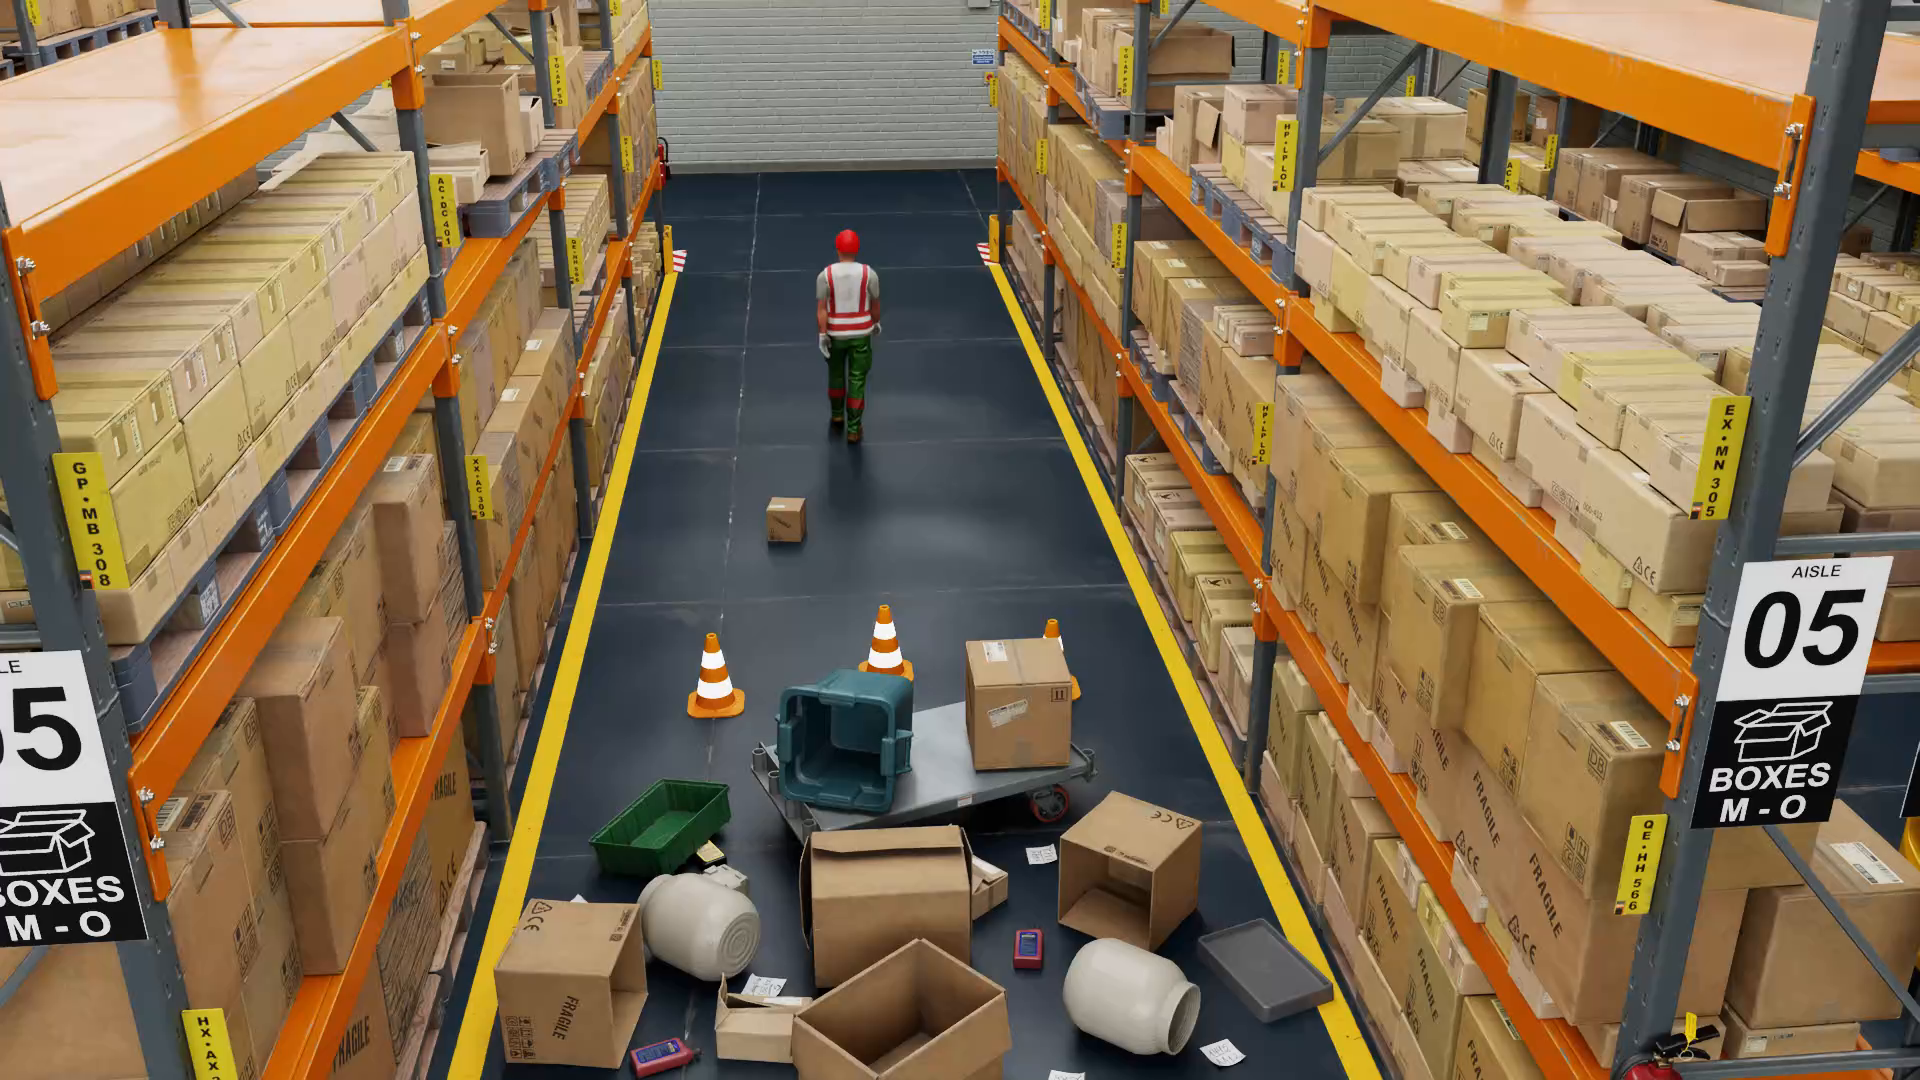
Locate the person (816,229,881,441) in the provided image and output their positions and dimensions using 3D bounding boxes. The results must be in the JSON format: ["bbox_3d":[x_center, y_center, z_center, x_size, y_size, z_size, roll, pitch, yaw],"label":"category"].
[{"bbox_3d":[-0.932,-1.760,14.130,0.529,1.821,0.746,0,24,0],"label":"person"}]
